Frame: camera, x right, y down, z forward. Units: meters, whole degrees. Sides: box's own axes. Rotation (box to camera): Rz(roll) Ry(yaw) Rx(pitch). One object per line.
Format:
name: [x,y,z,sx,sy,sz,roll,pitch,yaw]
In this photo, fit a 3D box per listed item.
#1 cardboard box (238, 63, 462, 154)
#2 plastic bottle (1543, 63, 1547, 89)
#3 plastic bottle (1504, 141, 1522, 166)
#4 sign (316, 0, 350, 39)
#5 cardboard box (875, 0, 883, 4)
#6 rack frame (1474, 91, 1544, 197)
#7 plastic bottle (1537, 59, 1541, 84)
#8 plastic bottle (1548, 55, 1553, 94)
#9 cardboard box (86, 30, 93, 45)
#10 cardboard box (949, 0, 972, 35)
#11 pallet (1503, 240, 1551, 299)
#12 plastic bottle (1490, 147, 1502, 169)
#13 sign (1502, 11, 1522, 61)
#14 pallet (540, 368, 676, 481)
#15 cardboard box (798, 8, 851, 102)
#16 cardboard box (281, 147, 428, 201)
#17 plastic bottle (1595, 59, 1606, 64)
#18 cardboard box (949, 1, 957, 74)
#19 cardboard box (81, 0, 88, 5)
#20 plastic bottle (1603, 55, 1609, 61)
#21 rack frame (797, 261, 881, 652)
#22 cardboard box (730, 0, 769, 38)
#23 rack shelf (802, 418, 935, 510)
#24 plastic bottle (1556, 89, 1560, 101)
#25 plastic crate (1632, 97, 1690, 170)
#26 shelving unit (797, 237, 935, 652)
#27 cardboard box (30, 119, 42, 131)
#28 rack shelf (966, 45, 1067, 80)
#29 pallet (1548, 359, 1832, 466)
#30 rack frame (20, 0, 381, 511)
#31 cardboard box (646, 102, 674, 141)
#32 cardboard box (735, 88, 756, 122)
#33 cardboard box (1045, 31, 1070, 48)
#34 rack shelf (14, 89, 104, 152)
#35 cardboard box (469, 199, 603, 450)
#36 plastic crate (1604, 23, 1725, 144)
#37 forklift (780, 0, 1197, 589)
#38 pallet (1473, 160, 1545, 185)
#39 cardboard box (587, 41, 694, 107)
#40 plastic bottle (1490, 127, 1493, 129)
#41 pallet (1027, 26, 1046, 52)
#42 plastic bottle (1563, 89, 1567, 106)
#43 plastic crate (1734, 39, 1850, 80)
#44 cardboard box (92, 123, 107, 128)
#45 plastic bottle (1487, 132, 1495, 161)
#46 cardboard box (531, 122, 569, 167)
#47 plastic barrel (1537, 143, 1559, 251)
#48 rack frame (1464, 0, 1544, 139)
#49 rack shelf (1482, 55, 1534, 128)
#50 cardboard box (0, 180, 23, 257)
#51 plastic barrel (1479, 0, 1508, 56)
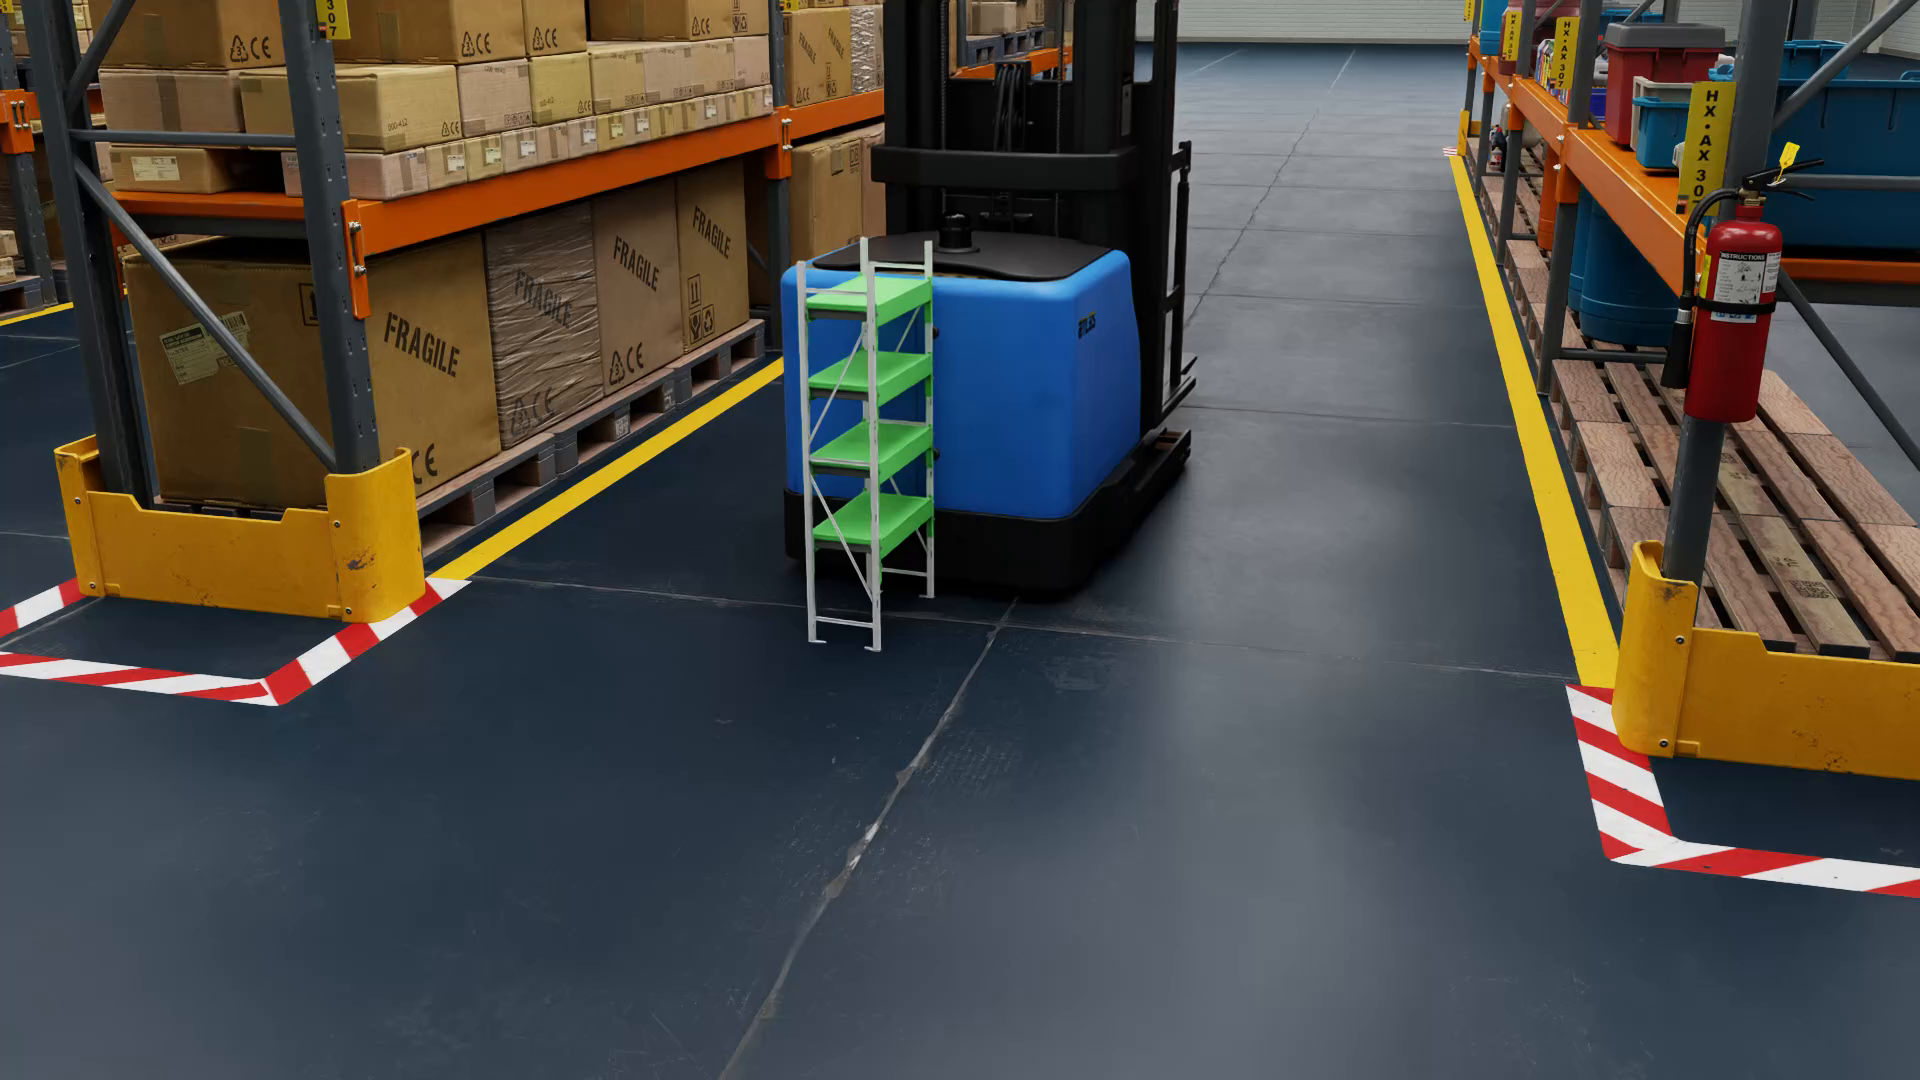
cardboard box: [-2.026,-1.449,5.562,0.500,0.250,0.500,4,19,12]
plastic bottle: [3.732,-2.942,10.467,0.097,0.201,0.097,0,19,0]
plastic bottle: [5.347,-3.788,16.056,0.144,0.351,0.185,5,19,13]
sign: [-1.869,-1.652,4.922,0.100,0.325,0.005,5,19,13]
cardboard box: [-0.807,-3.848,11.106,0.797,0.503,0.637,5,20,15]
rack frame: [5.329,-4.621,15.075,1.000,3.000,0.127,5,19,13]
plastic bottle: [3.854,-3.098,10.924,0.097,0.201,0.097,0,19,0]
plastic bottle: [3.606,-2.843,10.051,0.061,0.283,0.133,5,19,13]
cardboard box: [-5.609,-3.182,10.602,0.380,0.149,0.250,5,19,14]
cardboard box: [-0.318,-4.359,13.505,0.700,0.500,0.500,8,20,21]
pallet: [4.200,-1.797,11.122,1.003,0.211,1.213,5,19,13]
plastic bottle: [5.116,-3.643,15.861,0.097,0.201,0.097,0,19,0]
sign: [3.817,-3.485,11.498,0.100,0.325,0.005,5,19,13]
pallet: [-1.986,-0.569,7.527,1.003,0.211,1.213,5,19,13]
cardboard box: [-0.951,-2.834,9.688,0.500,0.500,0.500,5,19,13]
cardboard box: [-1.999,-1.217,5.498,0.380,0.149,0.250,5,19,14]
plastic bottle: [3.247,-2.318,8.525,0.152,0.276,0.135,5,19,13]
cardboard box: [-0.331,-3.631,12.023,0.500,0.500,0.500,5,20,15]
cardboard box: [-5.609,-3.464,10.507,0.380,0.149,0.250,5,20,15]
plastic bottle: [3.528,-2.512,9.100,0.097,0.271,0.097,0,19,0]
rack frame: [-0.361,-0.234,5.015,0.240,1.200,0.015,6,20,18]
cardboard box: [-1.281,-2.764,8.250,0.500,0.500,0.500,5,20,15]
rack shelf: [-0.282,-0.248,5.254,0.258,0.148,0.480,6,20,18]
plastic bottle: [3.472,-2.671,9.546,0.061,0.283,0.133,5,19,13]
plastic crate: [2.651,-1.473,6.024,0.416,0.233,0.300,5,19,13]
shelving unit: [-0.282,-0.308,5.234,0.258,1.200,0.503,6,20,18]
cardboard box: [-9.549,-4.141,17.087,0.950,0.372,0.625,5,20,15]
rack shelf: [0.038,-4.044,14.501,1.077,0.370,4.000,5,19,13]
pallet: [3.233,-0.560,7.501,1.003,0.211,1.213,5,19,13]
rack frame: [-2.405,-1.251,5.208,1.000,3.000,0.127,5,19,13]
cardboard box: [-1.499,-1.861,7.384,0.380,0.149,0.250,4,19,13]
cardboard box: [-1.248,-2.183,8.327,0.380,0.149,0.250,5,19,14]
cardboard box: [0.871,-4.936,16.388,0.380,0.149,0.250,5,19,13]
rack shelf: [-5.724,-3.214,12.070,1.077,0.370,4.000,5,19,13]
cardboard box: [-2.104,-0.936,6.925,0.875,0.875,0.875,5,19,13]
plastic crate: [2.913,-1.912,6.952,0.402,0.464,0.583,5,19,13]
forklift: [0.348,-1.664,6.524,1.130,2.935,3.031,6,20,18]
pallet: [5.534,-3.508,16.132,1.003,0.211,1.213,5,19,13]
cardboard box: [-1.530,-2.093,7.445,0.500,0.250,0.500,5,20,14]
plastic bottle: [5.453,-4.109,17.117,0.097,0.271,0.097,0,19,0]
pallet: [0.199,-4.693,15.583,1.003,0.211,1.213,5,19,13]
plastic bottle: [3.403,-2.518,9.111,0.152,0.276,0.135,5,19,13]
plastic crate: [3.591,-1.961,7.219,0.392,0.384,0.575,5,19,13]
cardboard box: [-6.022,-2.879,12.032,0.500,0.250,0.500,4,19,11]
plastic bottle: [5.254,-3.882,16.435,0.061,0.283,0.133,6,20,17]
cardboard box: [-1.749,-1.539,6.442,0.380,0.149,0.250,4,19,12]
plastic barrel: [4.249,-2.384,11.234,0.600,0.830,0.708,5,19,13]
rack frame: [6.307,-5.874,18.745,1.000,3.000,0.127,5,19,13]
rack shelf: [4.841,-3.653,13.356,1.077,0.370,4.000,5,19,13]
cardboard box: [-6.276,-2.195,11.192,0.500,0.500,0.500,4,19,12]
plastic barrel: [4.941,-4.761,14.709,0.600,0.901,0.708,5,19,13]
